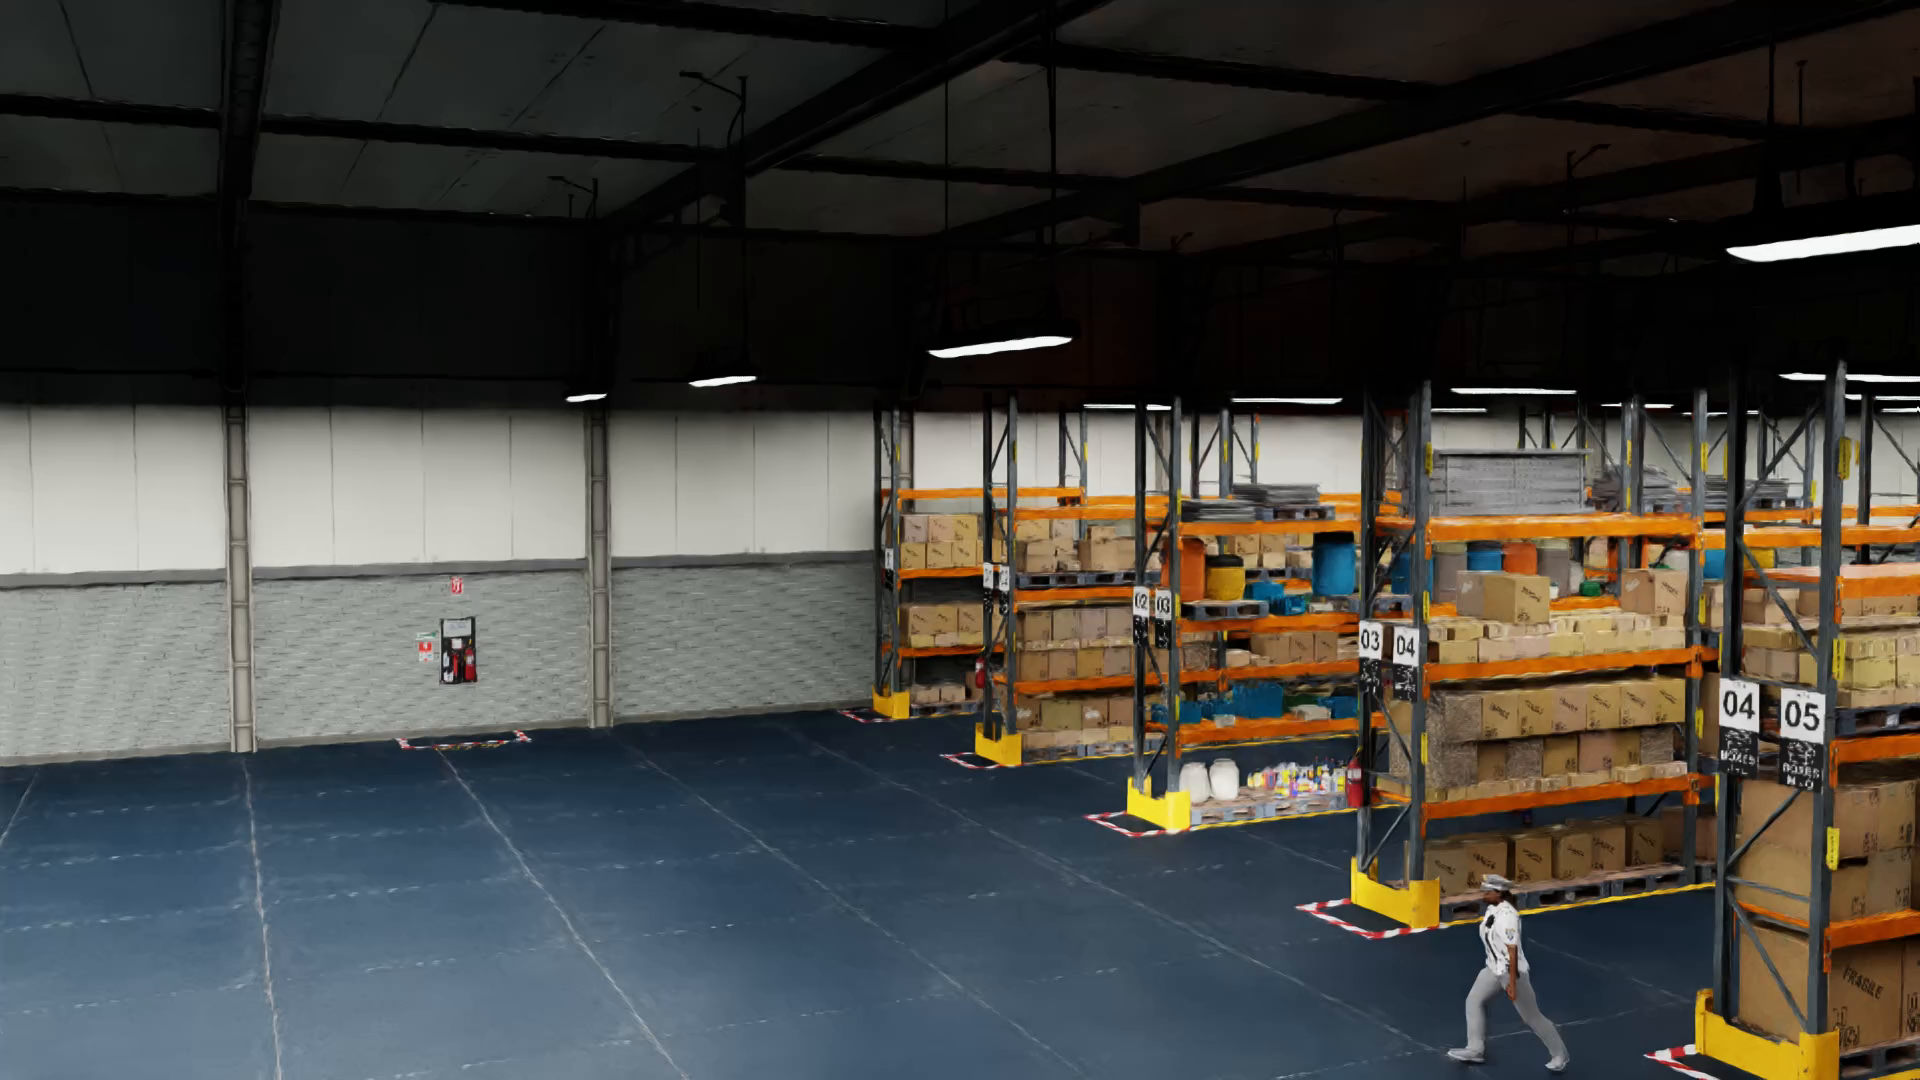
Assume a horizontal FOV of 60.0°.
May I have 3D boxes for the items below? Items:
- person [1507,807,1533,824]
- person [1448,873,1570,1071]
[{"bbox_3d":[7.700,3.054,22.773,0.818,1.556,0.656,-3,4,-41],"label":"person"},{"bbox_3d":[4.559,3.555,13.733,0.937,1.607,0.505,0,3,-4],"label":"person"}]
